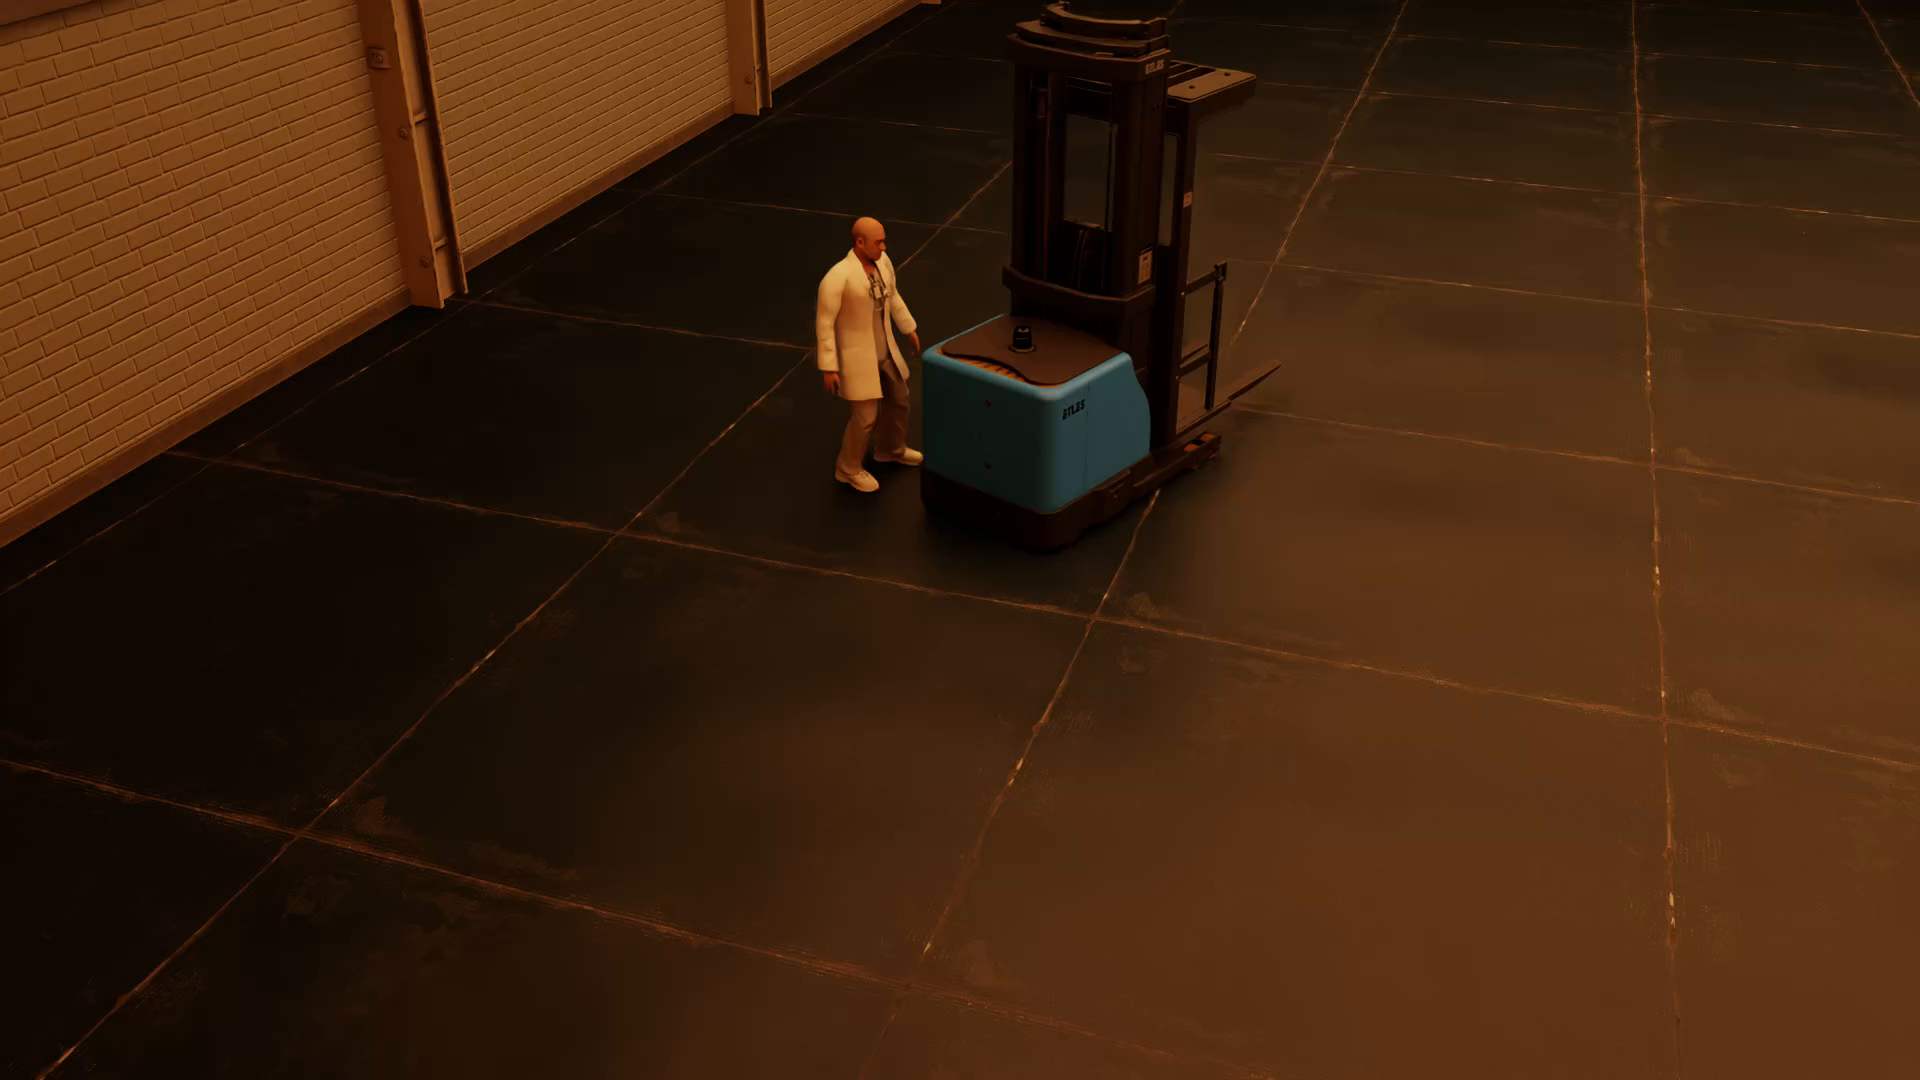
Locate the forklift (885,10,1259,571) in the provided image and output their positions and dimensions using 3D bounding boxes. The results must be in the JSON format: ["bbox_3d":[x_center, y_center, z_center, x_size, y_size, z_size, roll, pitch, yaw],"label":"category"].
[{"bbox_3d":[0.873,-1.754,10.214,1.130,2.935,3.031,22,37,34],"label":"forklift"}]

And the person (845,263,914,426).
[{"bbox_3d":[-0.252,-0.970,10.352,0.922,1.565,0.836,-1,30,-1],"label":"person"}]
